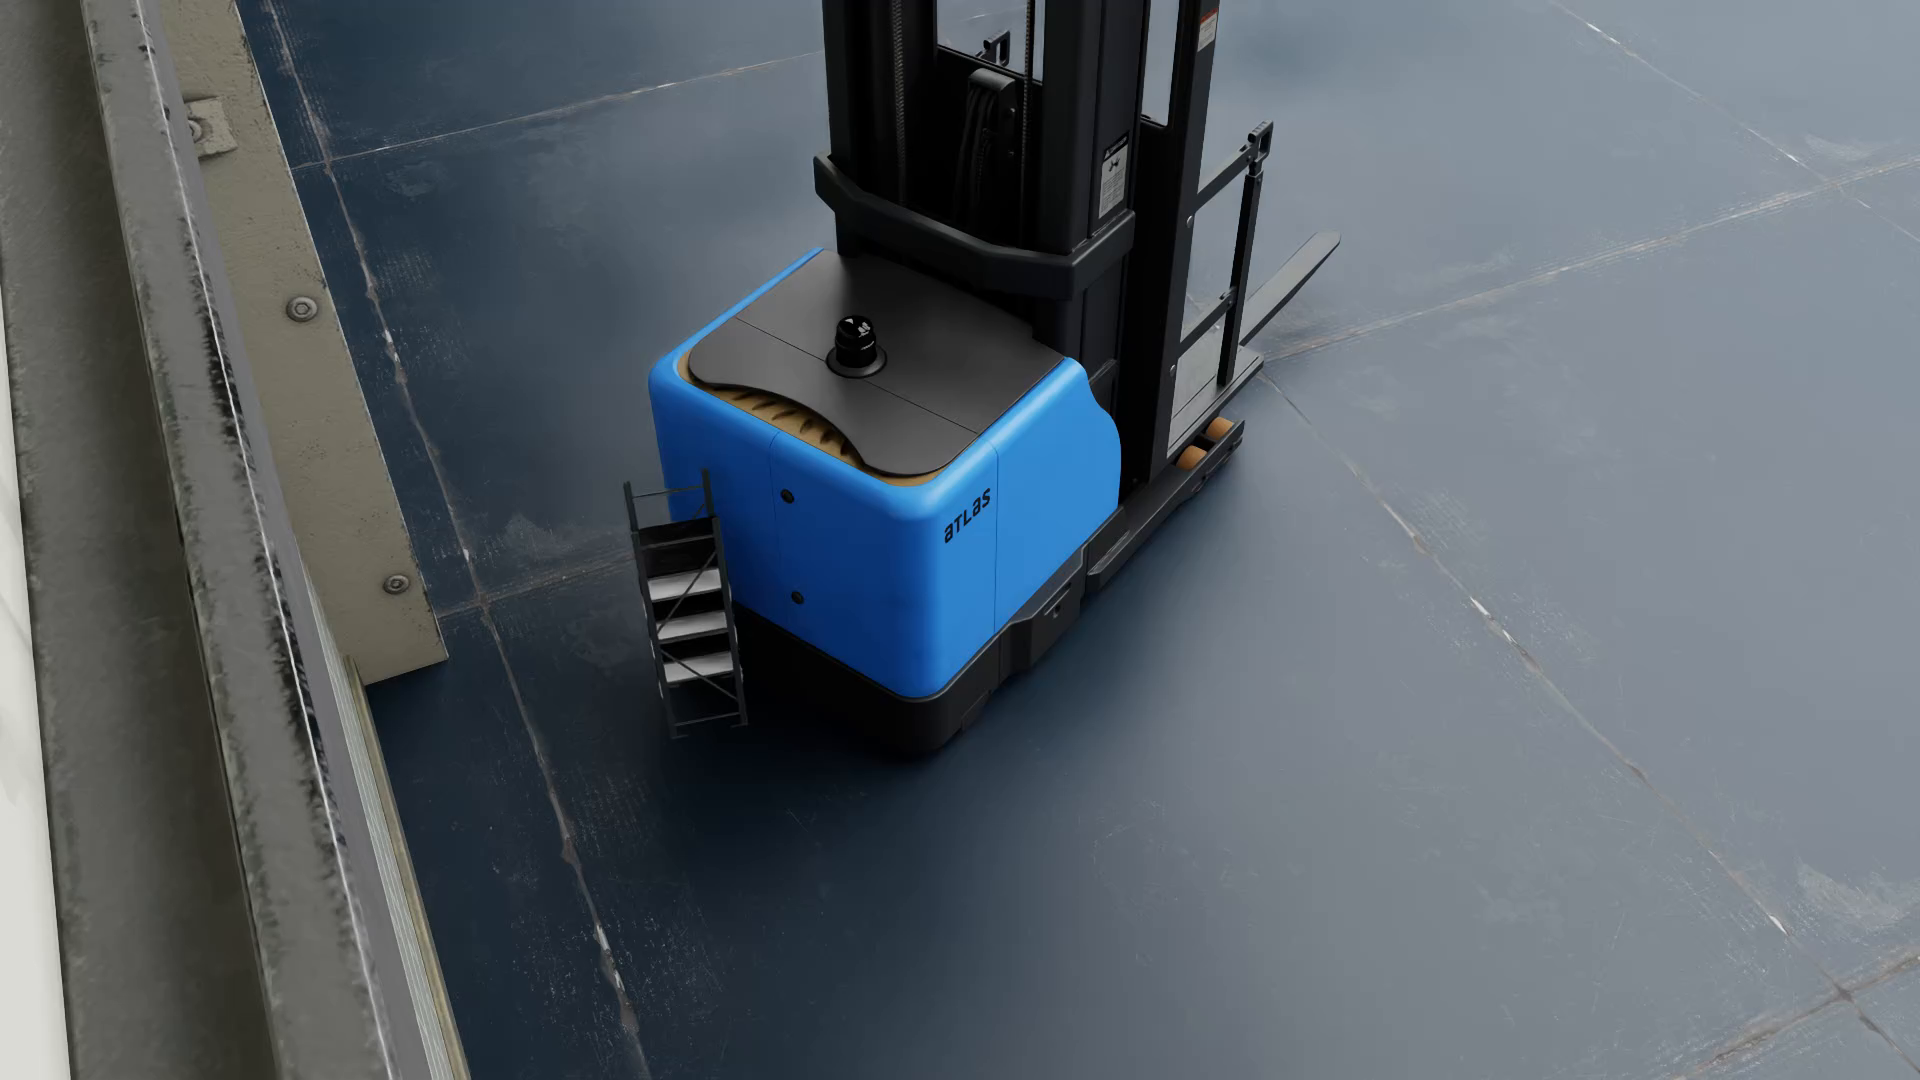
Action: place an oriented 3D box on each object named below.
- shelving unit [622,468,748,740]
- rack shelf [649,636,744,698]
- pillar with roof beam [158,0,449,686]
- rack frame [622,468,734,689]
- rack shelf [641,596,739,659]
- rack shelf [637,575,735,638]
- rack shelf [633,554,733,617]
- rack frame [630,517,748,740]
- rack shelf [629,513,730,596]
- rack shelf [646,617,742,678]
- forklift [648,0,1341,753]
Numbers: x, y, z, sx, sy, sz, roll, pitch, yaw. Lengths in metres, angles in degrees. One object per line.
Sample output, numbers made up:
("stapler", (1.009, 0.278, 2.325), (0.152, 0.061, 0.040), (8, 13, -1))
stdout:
("shelving unit", (-0.799, 0.207, 4.898), (0.258, 0.900, 0.210), (-10, 46, -10))
("rack shelf", (-0.800, 0.356, 5.050), (0.258, 0.077, 0.200), (-10, 46, -10))
("pillar with roof beam", (2.035, -4.173, 3.573), (9.100, 9.000, 0.400), (-18, 47, -17))
("rack frame", (-0.824, 0.136, 4.967), (0.240, 0.900, 0.006), (-10, 46, -10))
("rack shelf", (-0.799, 0.230, 4.921), (0.258, 0.077, 0.200), (-10, 46, -10))
("rack shelf", (-0.799, 0.167, 4.857), (0.258, 0.077, 0.200), (-10, 46, -10))
("rack shelf", (-0.799, 0.104, 4.793), (0.258, 0.077, 0.200), (-10, 46, -10))
("rack frame", (-0.774, 0.277, 4.829), (0.240, 0.900, 0.006), (-10, 46, -10))
("rack shelf", (-0.798, 0.040, 4.729), (0.258, 0.077, 0.200), (-10, 46, -10))
("rack shelf", (-0.799, 0.293, 4.986), (0.258, 0.077, 0.200), (-10, 46, -10))
("forklift", (0.369, -1.396, 5.078), (1.130, 2.935, 3.031), (27, 51, 25))
